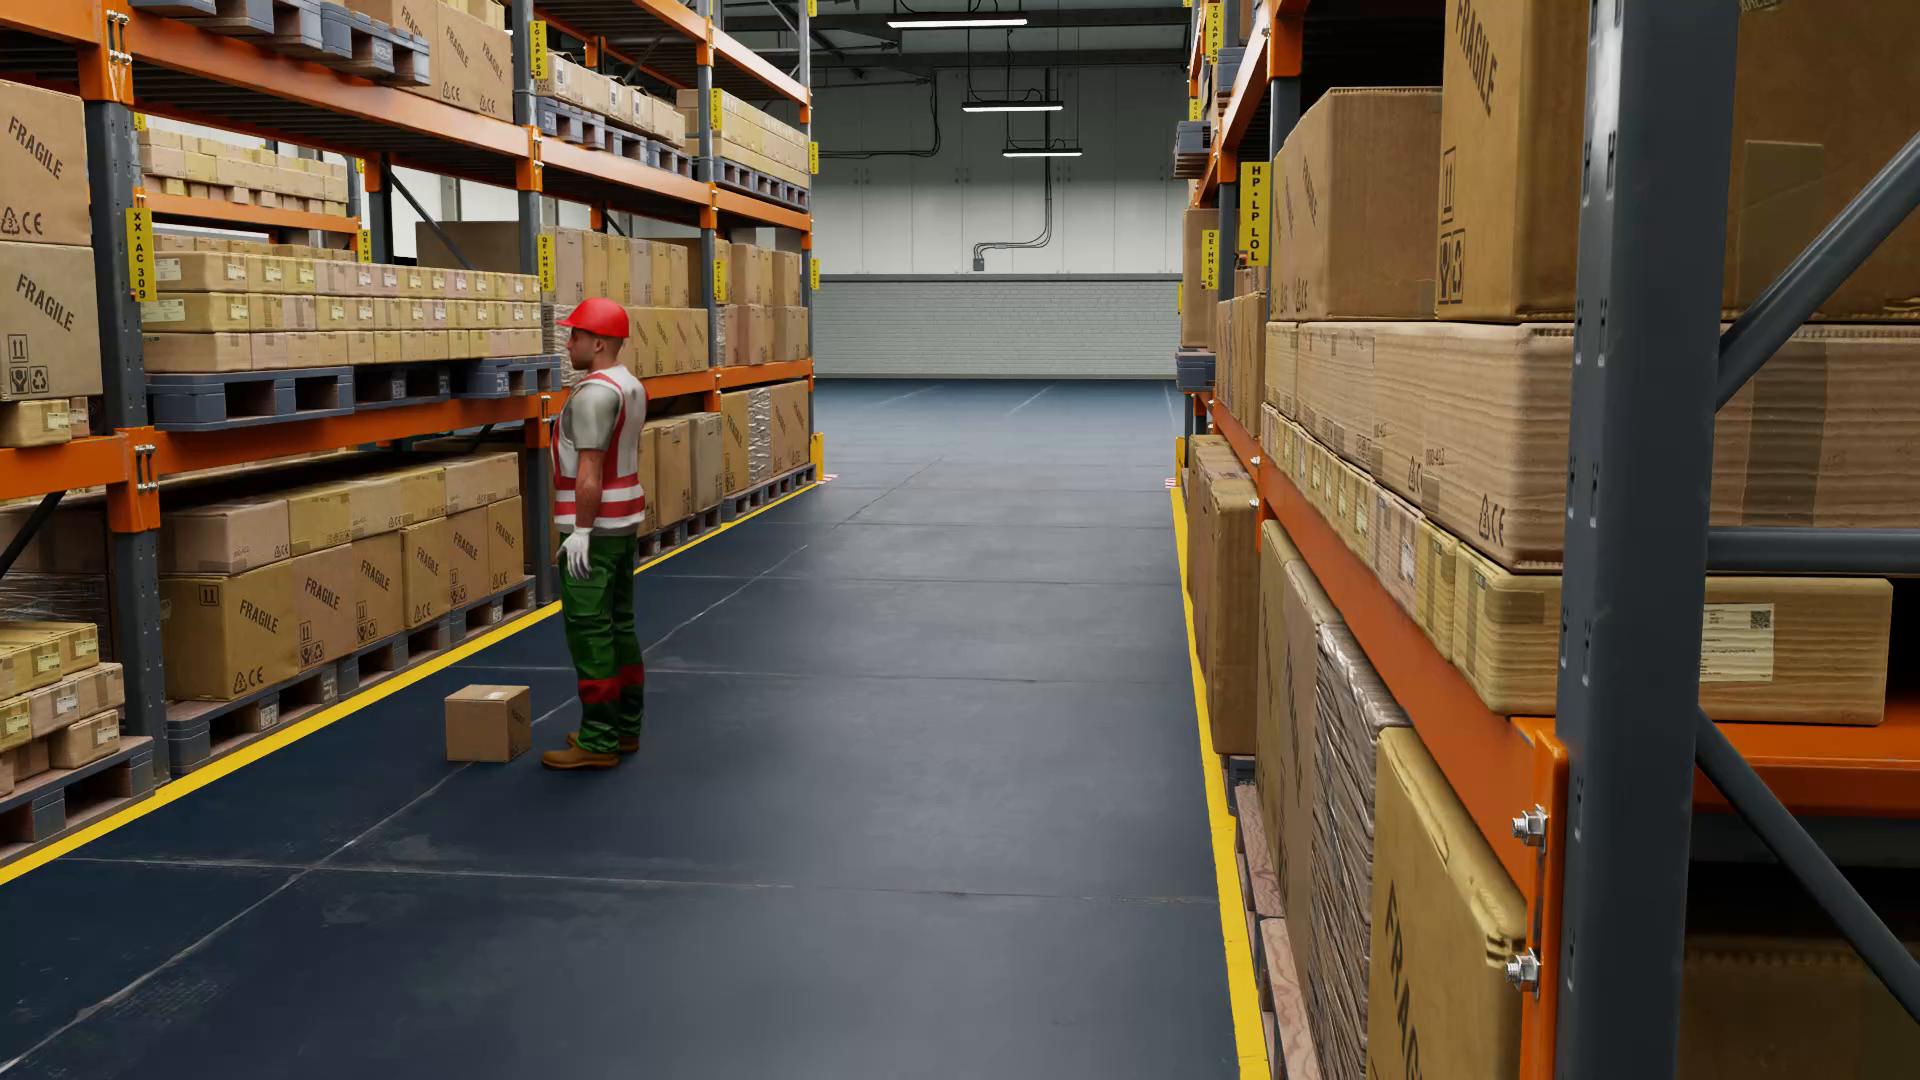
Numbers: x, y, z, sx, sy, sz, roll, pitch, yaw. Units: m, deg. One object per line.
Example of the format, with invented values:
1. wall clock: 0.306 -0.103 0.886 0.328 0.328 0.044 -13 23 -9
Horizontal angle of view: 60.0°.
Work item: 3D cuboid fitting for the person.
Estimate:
1. person: -1.412 -0.031 6.411 0.380 1.793 0.526 1 8 7
